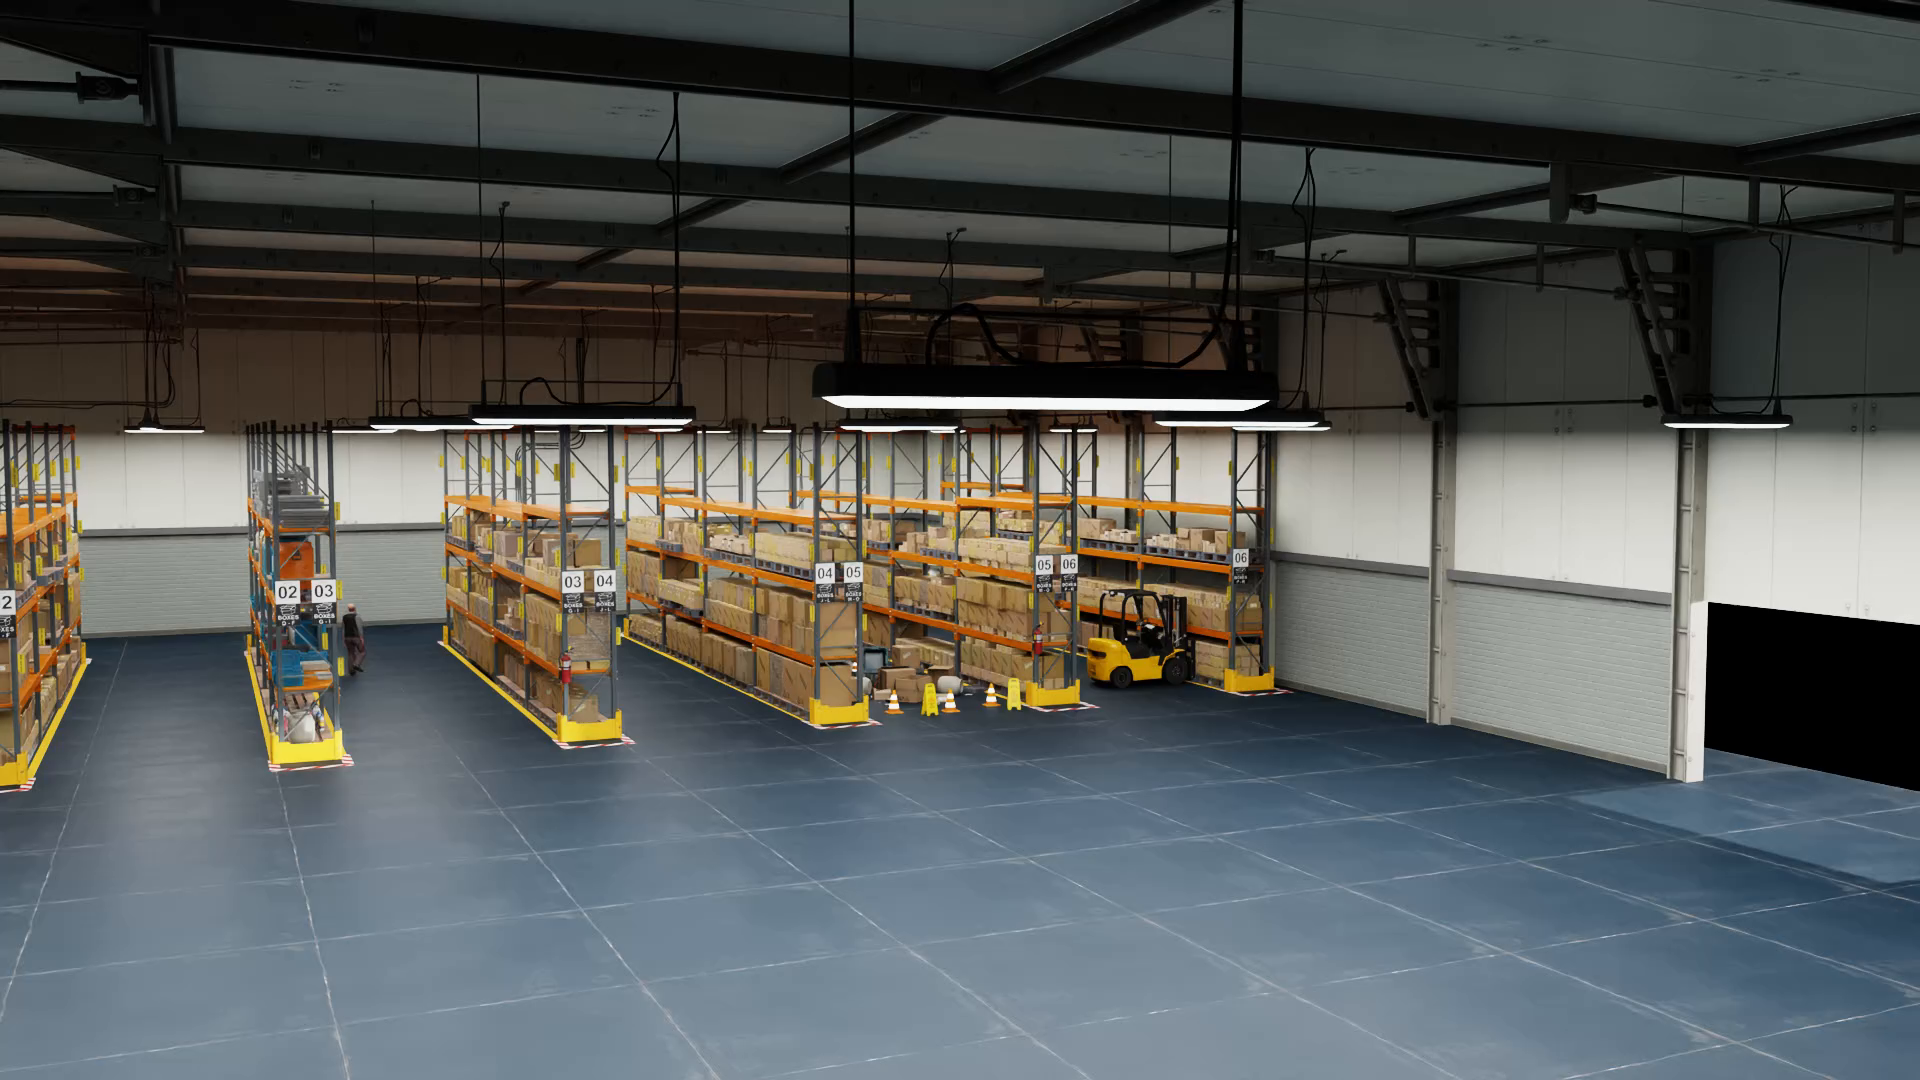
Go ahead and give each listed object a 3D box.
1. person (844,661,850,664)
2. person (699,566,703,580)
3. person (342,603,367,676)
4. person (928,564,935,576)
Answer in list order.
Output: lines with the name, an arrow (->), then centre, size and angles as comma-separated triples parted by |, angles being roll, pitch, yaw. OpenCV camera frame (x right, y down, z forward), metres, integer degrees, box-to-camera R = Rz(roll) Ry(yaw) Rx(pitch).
person -> -2.755, 2.368, 40.180 | 0.509, 1.675, 0.434 | -2, 4, -25
person -> -8.232, 1.619, 52.666 | 1.032, 1.616, 0.467 | -1, 4, -16
person -> -14.525, 2.377, 39.753 | 0.566, 1.716, 0.490 | 0, 4, 8
person -> -1.005, 1.532, 52.851 | 0.693, 1.755, 0.566 | -2, 4, -26
